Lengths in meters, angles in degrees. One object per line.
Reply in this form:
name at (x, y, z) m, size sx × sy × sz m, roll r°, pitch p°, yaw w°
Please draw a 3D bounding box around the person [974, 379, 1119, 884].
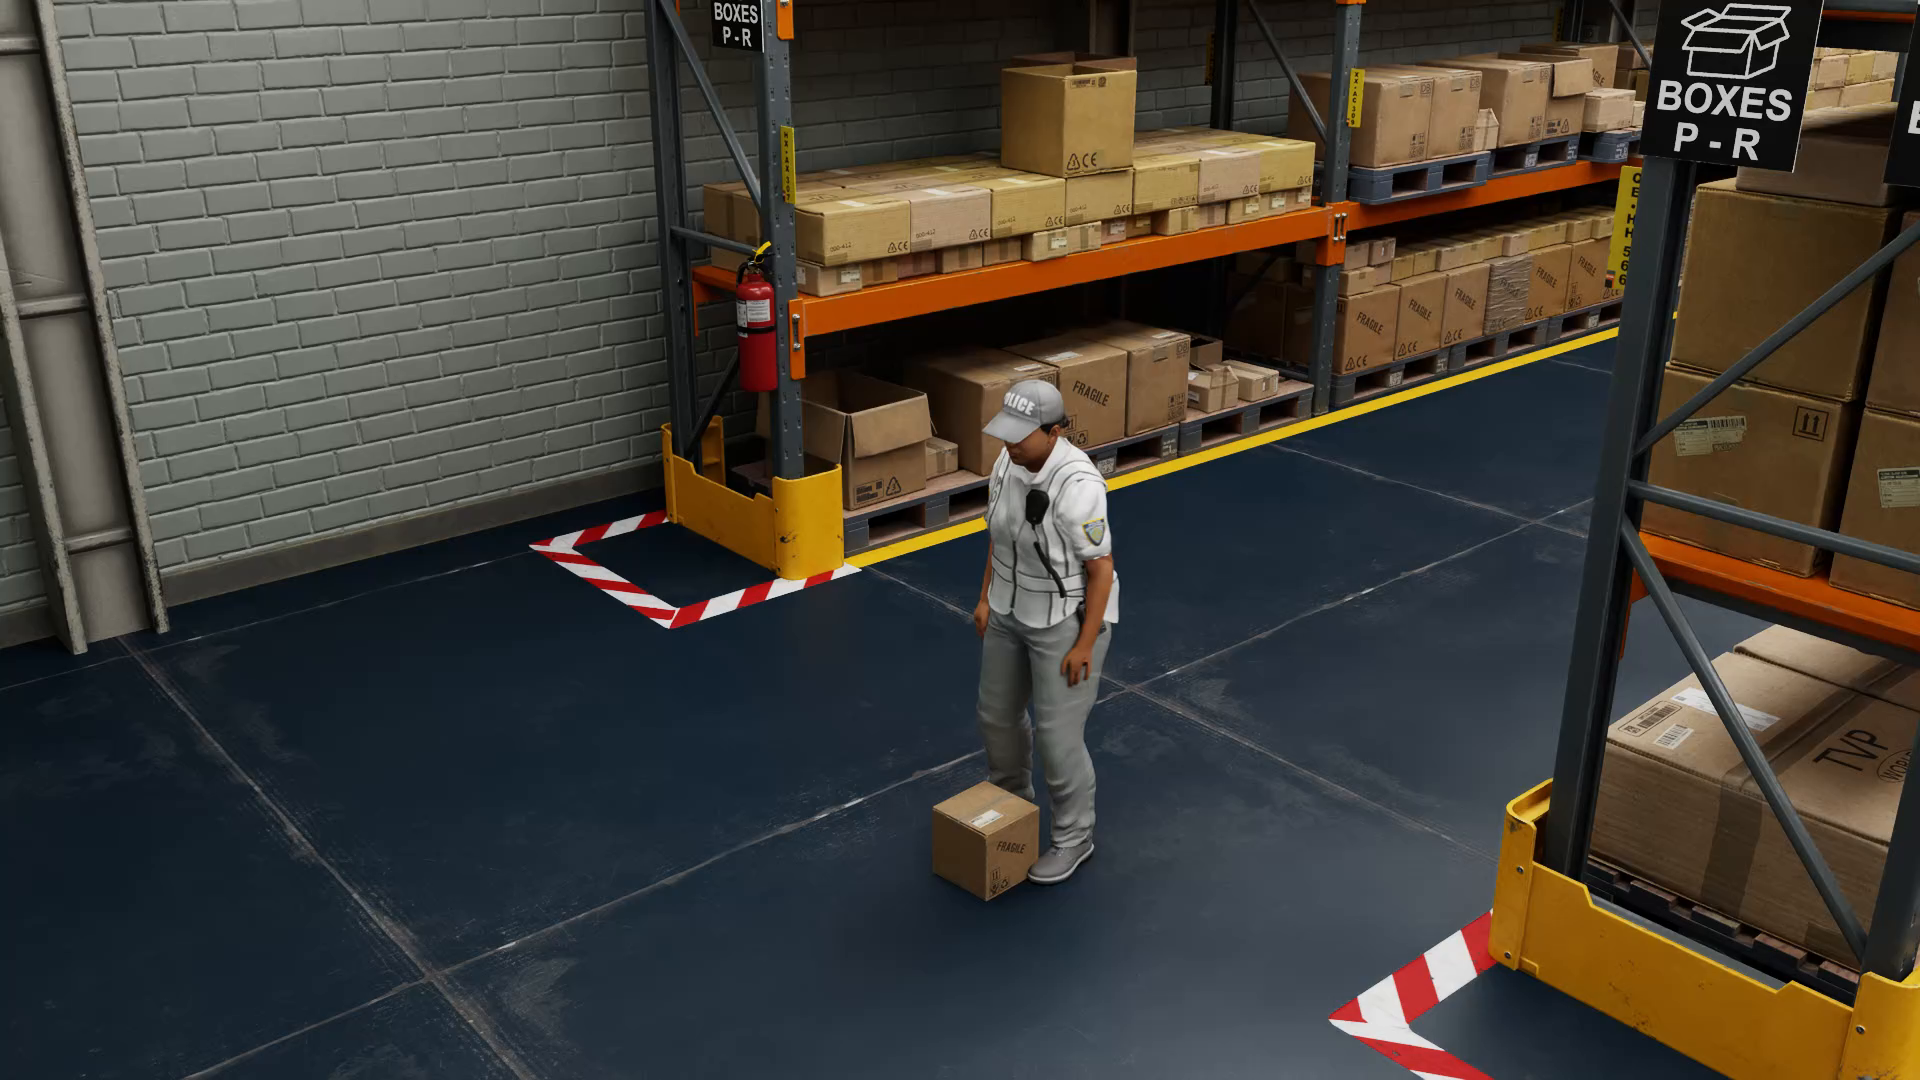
person at (0.246, 0.275, 5.361) m, size 0.466 × 1.667 × 0.539 m, roll -17°, pitch 27°, yaw -37°
